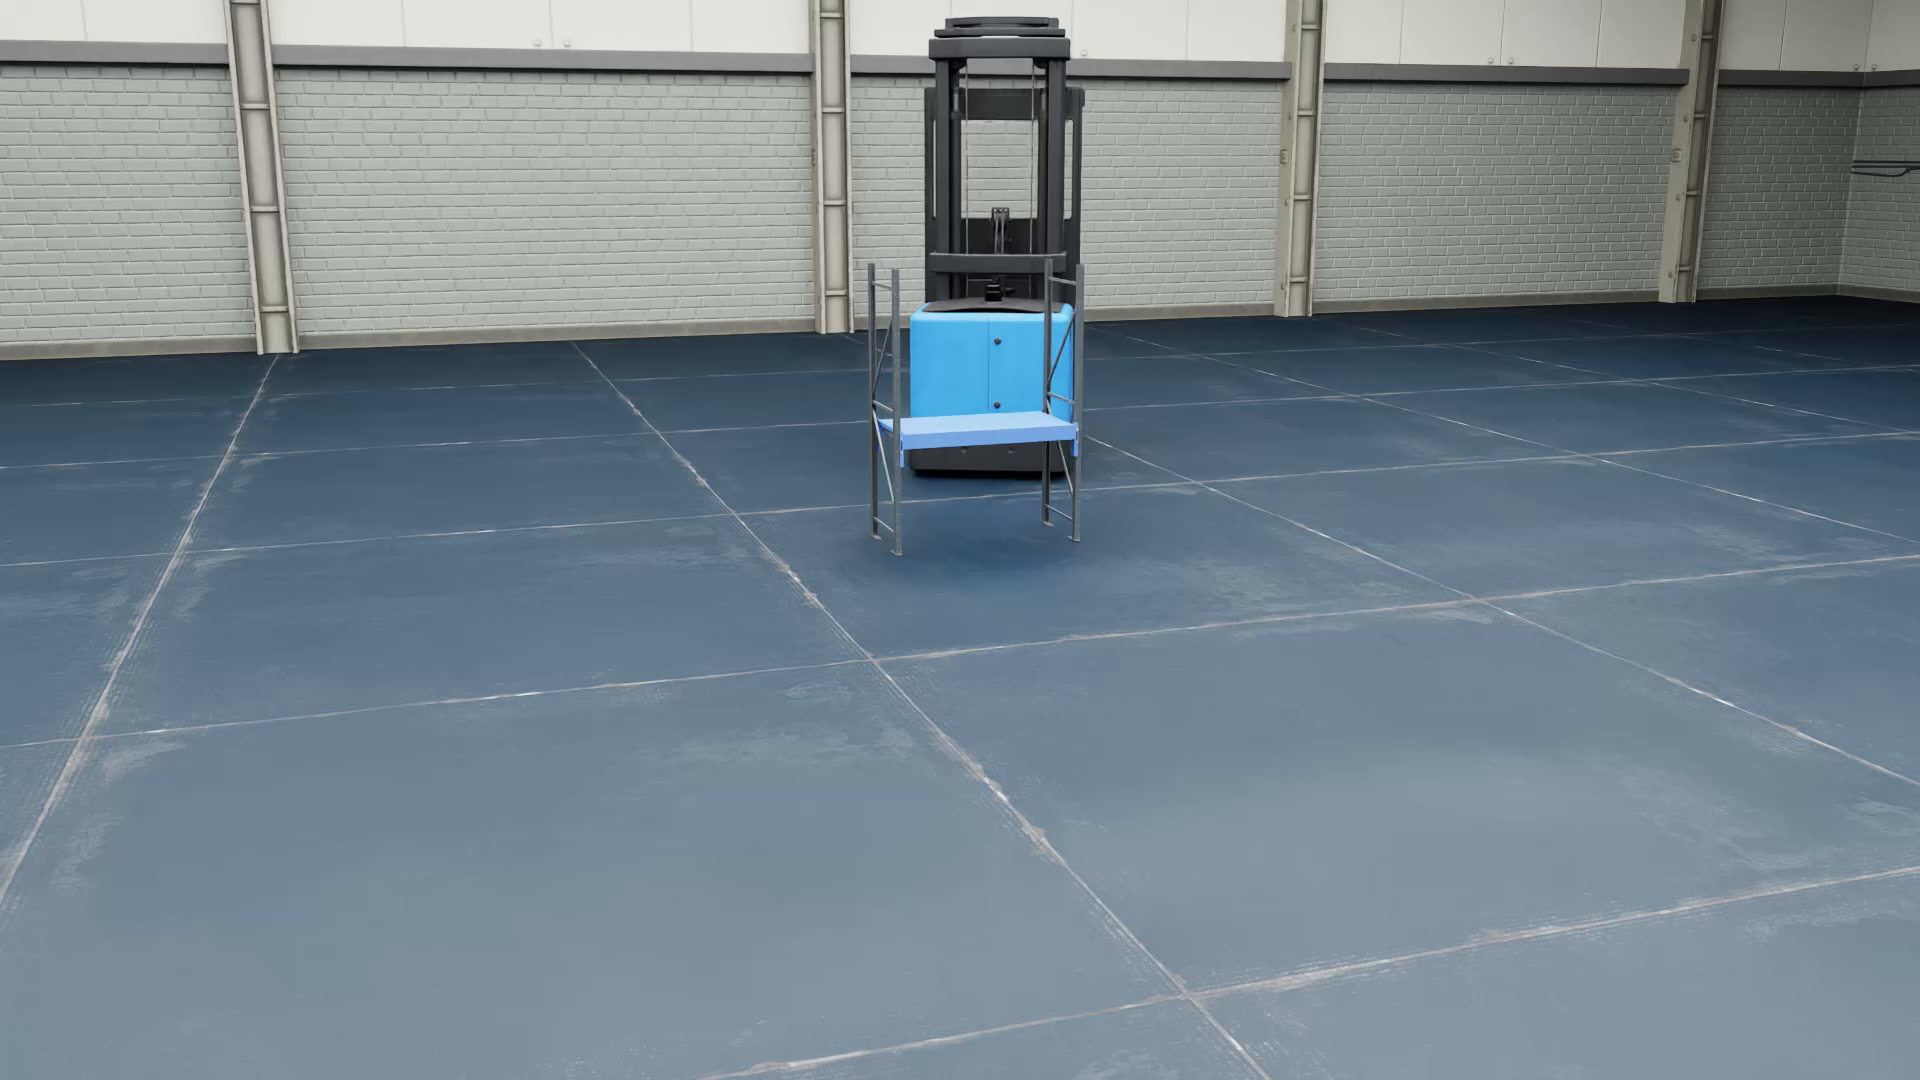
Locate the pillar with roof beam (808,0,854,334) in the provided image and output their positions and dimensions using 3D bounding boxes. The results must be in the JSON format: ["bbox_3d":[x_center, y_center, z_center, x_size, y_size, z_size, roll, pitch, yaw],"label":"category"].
[{"bbox_3d":[-0.083,-5.850,14.292,0.400,9.000,9.100,-4,14,-18],"label":"pillar with roof beam"}]

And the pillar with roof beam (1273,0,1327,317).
[{"bbox_3d":[5.604,-6.293,16.153,0.400,9.000,9.100,-4,14,-18],"label":"pillar with roof beam"}]

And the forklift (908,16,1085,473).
[{"bbox_3d":[0.320,-2.150,11.849,1.130,2.935,3.031,1,13,5],"label":"forklift"}]

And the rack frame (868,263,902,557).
[{"bbox_3d":[-0.401,-0.698,8.838,0.032,1.500,0.500,-4,14,-18],"label":"rack frame"}]

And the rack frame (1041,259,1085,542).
[{"bbox_3d":[0.563,-0.773,9.153,0.032,1.500,0.500,-4,14,-18],"label":"rack frame"}]

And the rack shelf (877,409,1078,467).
[{"bbox_3d":[0.081,-0.561,9.037,1.000,0.185,0.538,-4,14,-18],"label":"rack shelf"}]

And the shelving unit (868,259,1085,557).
[{"bbox_3d":[0.081,-0.736,8.996,1.048,1.500,0.538,-4,14,-18],"label":"shelving unit"}]

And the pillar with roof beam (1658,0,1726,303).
[{"bbox_3d":[11.290,-6.736,18.015,0.400,9.000,9.100,-4,14,-18],"label":"pillar with roof beam"}]

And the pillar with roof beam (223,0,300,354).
[{"bbox_3d":[-5.770,-5.407,12.430,0.400,9.000,9.100,-4,14,-18],"label":"pillar with roof beam"}]

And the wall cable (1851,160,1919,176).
[{"bbox_3d":[13.131,-6.097,22.039,0.112,2.526,3.097,-4,14,-18],"label":"wall cable"}]
